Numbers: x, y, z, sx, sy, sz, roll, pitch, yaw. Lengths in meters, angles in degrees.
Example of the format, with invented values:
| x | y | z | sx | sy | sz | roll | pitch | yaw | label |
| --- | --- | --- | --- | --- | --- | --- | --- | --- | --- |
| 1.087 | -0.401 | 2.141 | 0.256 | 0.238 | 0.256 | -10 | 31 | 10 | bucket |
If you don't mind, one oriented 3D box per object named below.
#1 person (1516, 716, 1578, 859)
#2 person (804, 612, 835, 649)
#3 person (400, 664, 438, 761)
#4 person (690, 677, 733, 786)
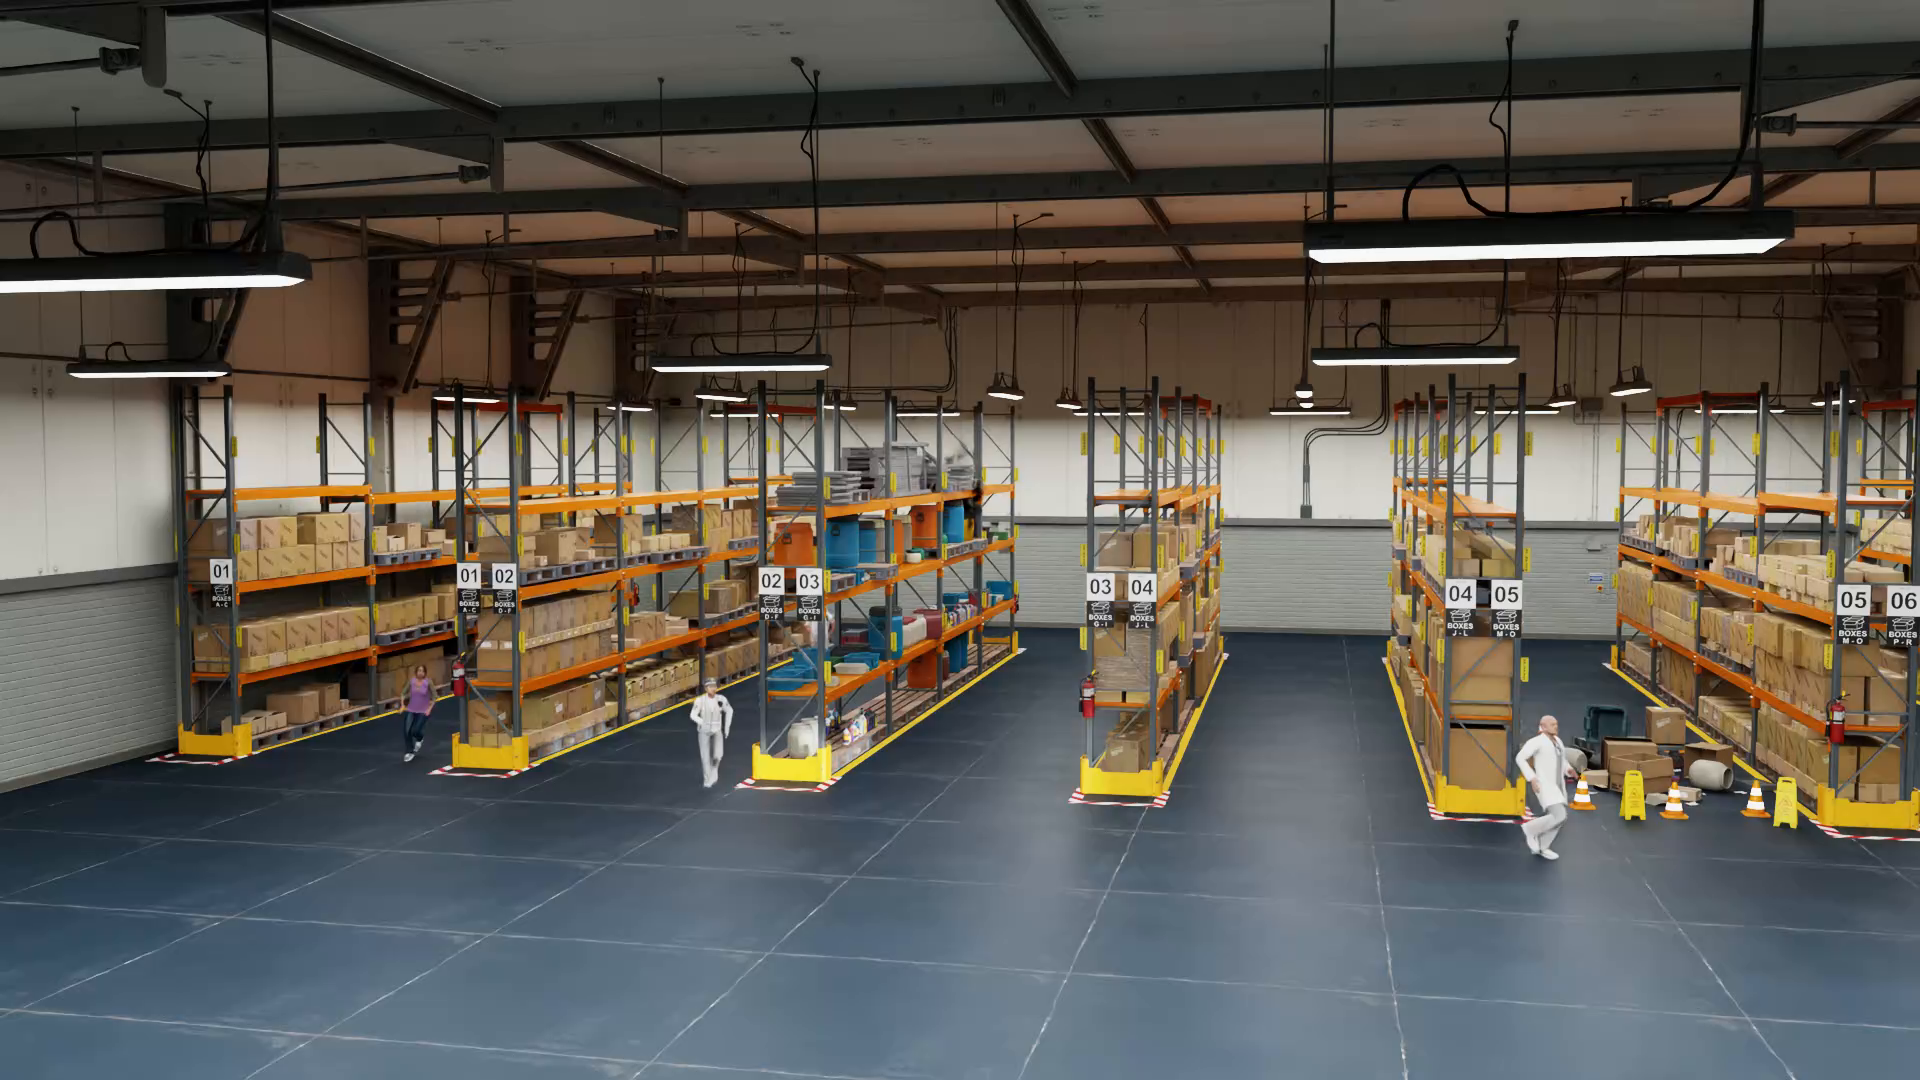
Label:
| x | y | z | sx | sy | sz | roll | pitch | yaw | label |
| --- | --- | --- | --- | --- | --- | --- | --- | --- | --- |
| 7.178 | 3.005 | 20.171 | 0.708 | 1.740 | 0.629 | -2 | 4 | -35 | person |
| -2.972 | 2.138 | 35.296 | 0.664 | 1.780 | 0.954 | 0 | 3 | 0 | person |
| -8.679 | 2.759 | 26.649 | 0.585 | 1.553 | 0.495 | 0 | 3 | -2 | person |
| -3.660 | 2.821 | 24.392 | 0.585 | 1.643 | 0.642 | -1 | 3 | -13 | person |
